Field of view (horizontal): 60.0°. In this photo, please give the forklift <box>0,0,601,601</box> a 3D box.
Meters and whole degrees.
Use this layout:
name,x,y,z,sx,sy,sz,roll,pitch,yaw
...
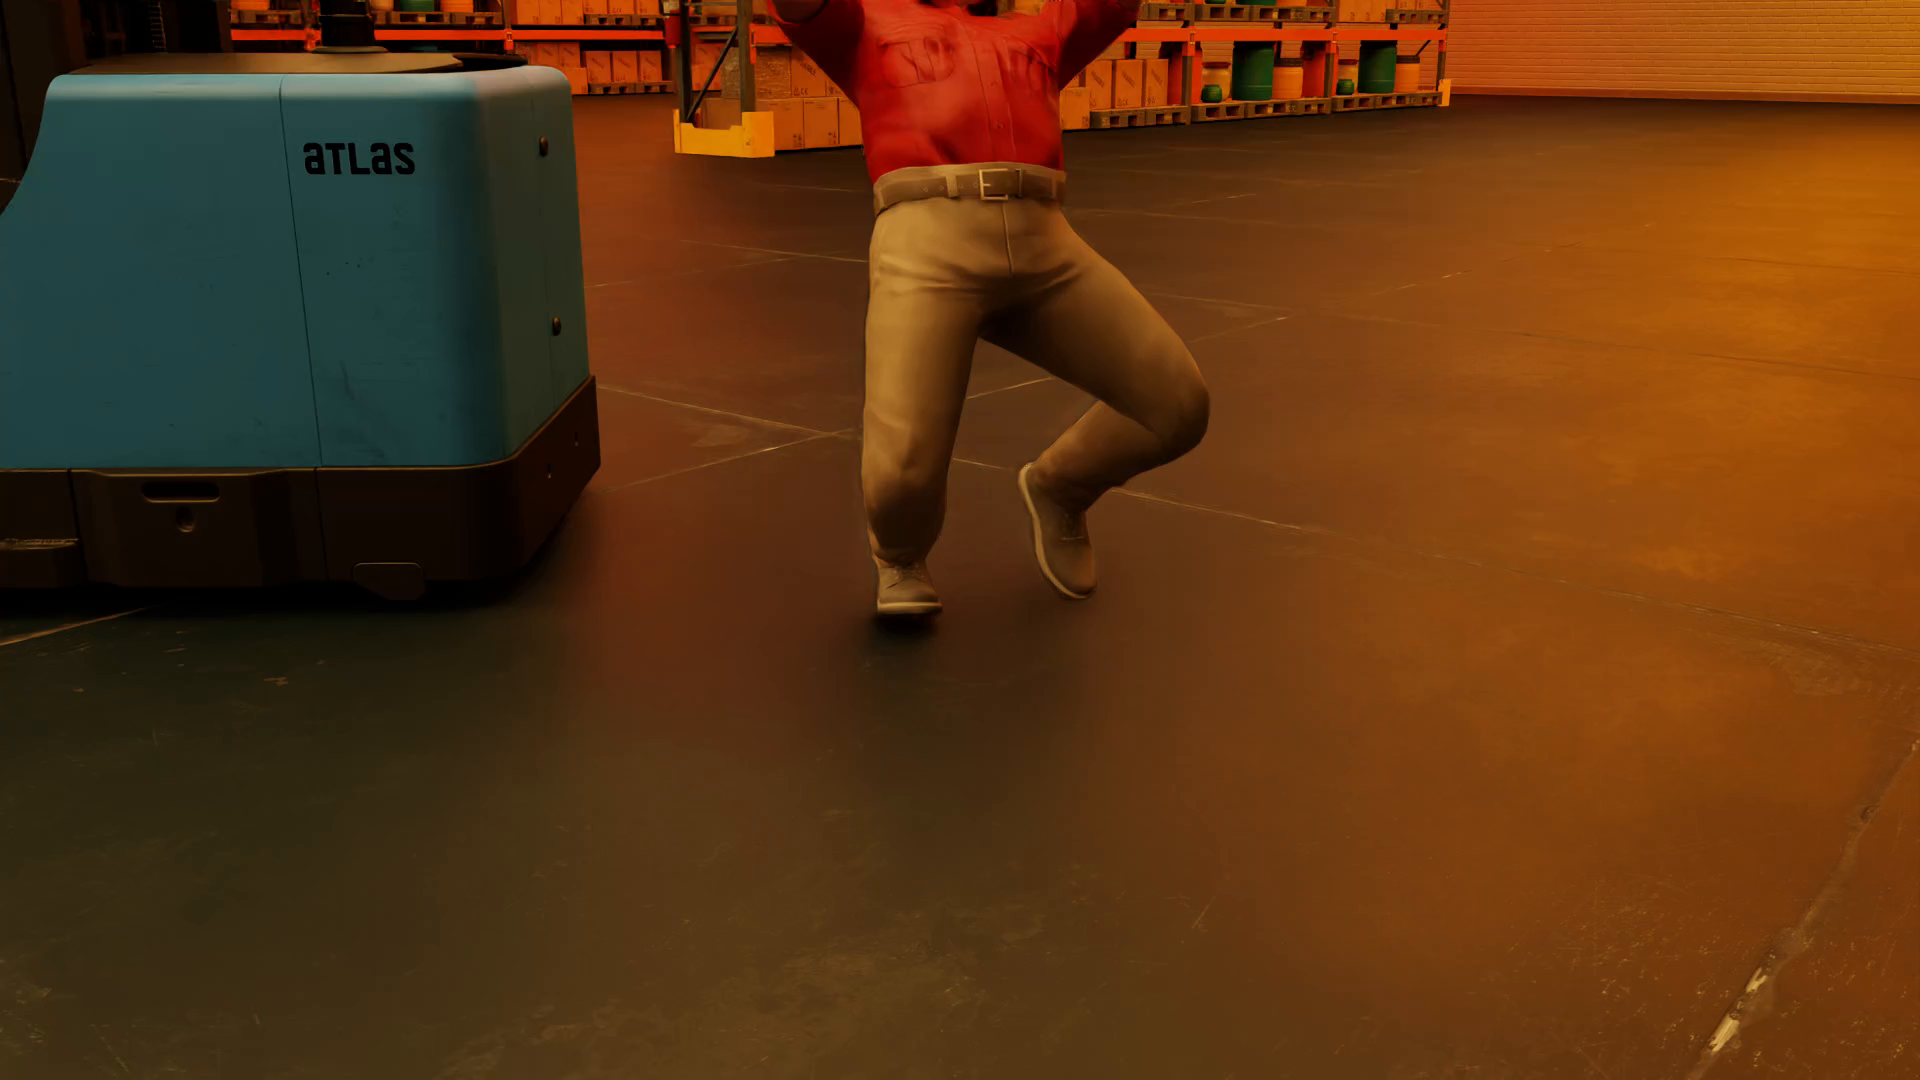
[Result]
name,x,y,z,sx,sy,sz,roll,pitch,yaw
forklift,-2.441,-1.393,3.486,3.031,2.935,1.130,0,17,-1

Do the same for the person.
name,x,y,z,sx,sy,sz,roll,pitch,yaw
person,-0.005,-0.641,3.242,0.998,1.660,0.726,-7,18,-23
